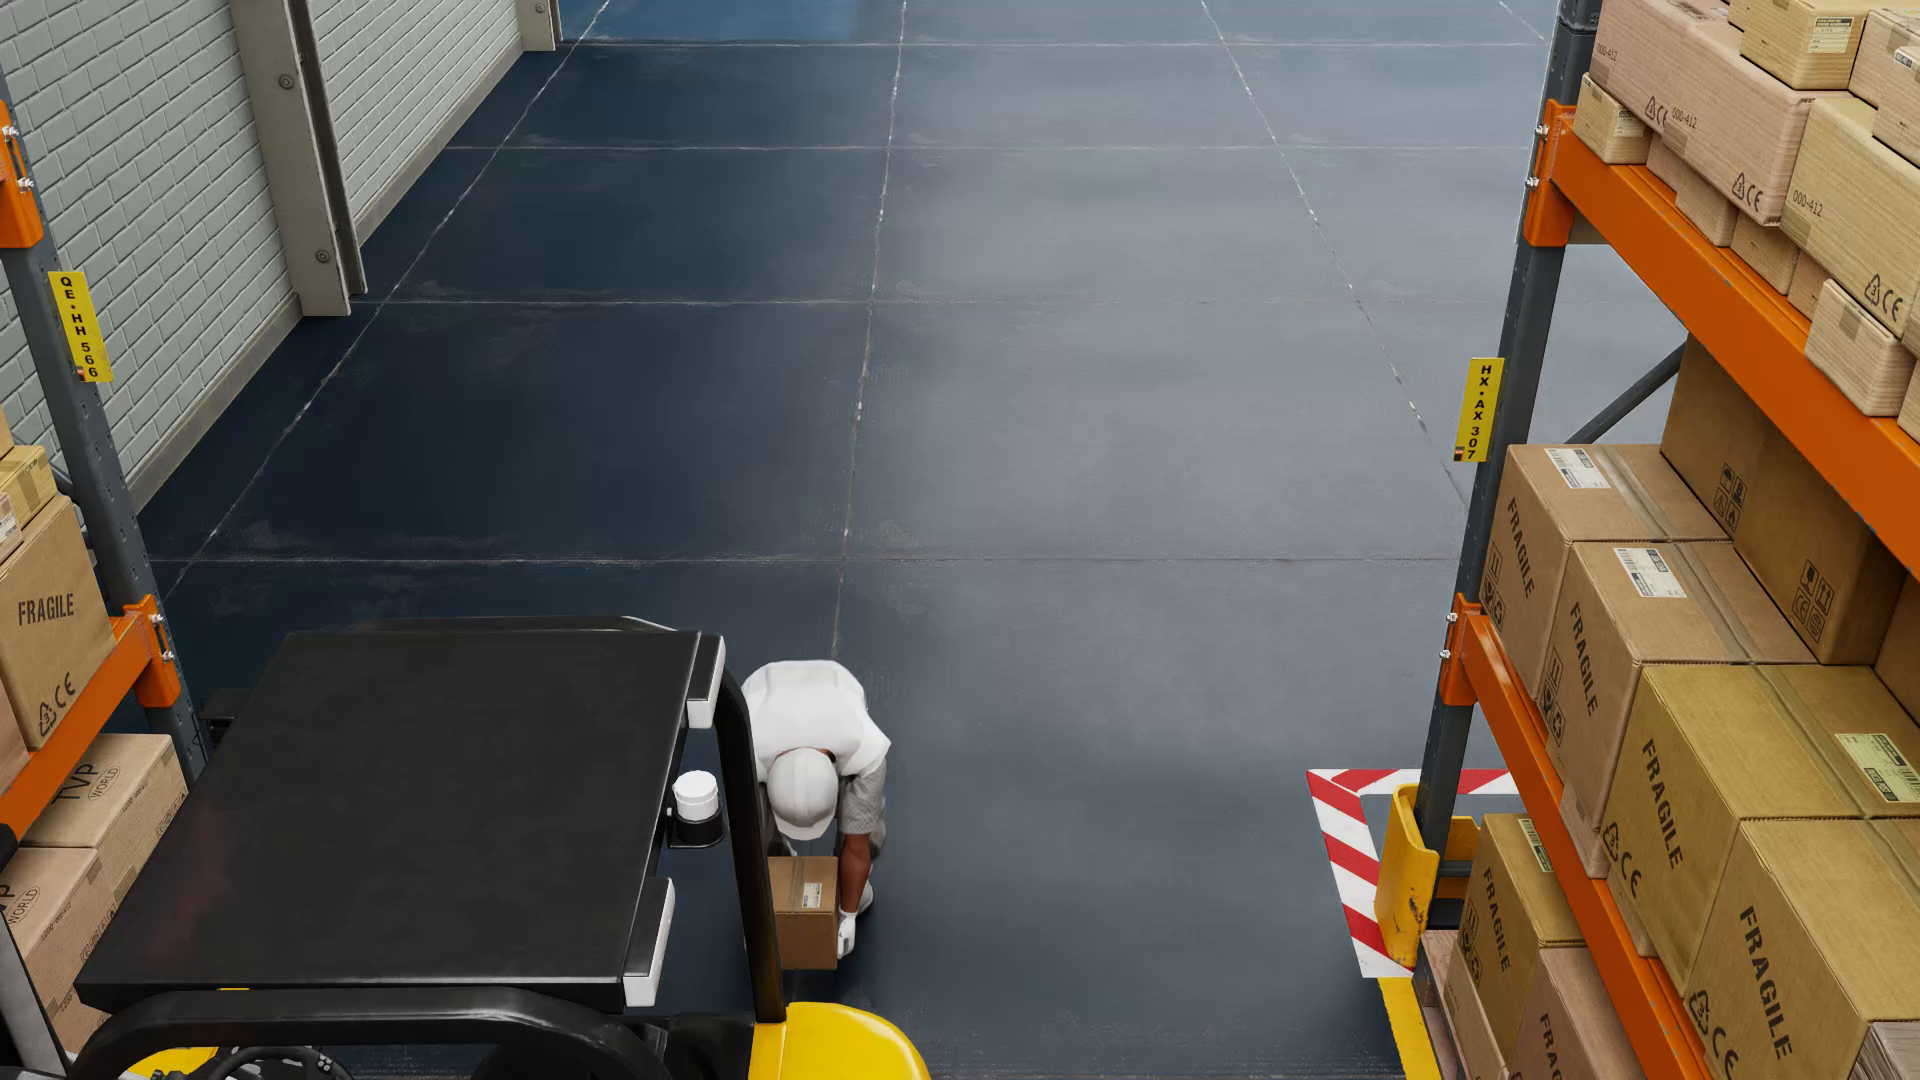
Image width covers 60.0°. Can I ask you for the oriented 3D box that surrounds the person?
[{"bbox_3d":[-0.489,0.872,5.438,0.543,0.998,0.958,-1,31,-2],"label":"person"}]
